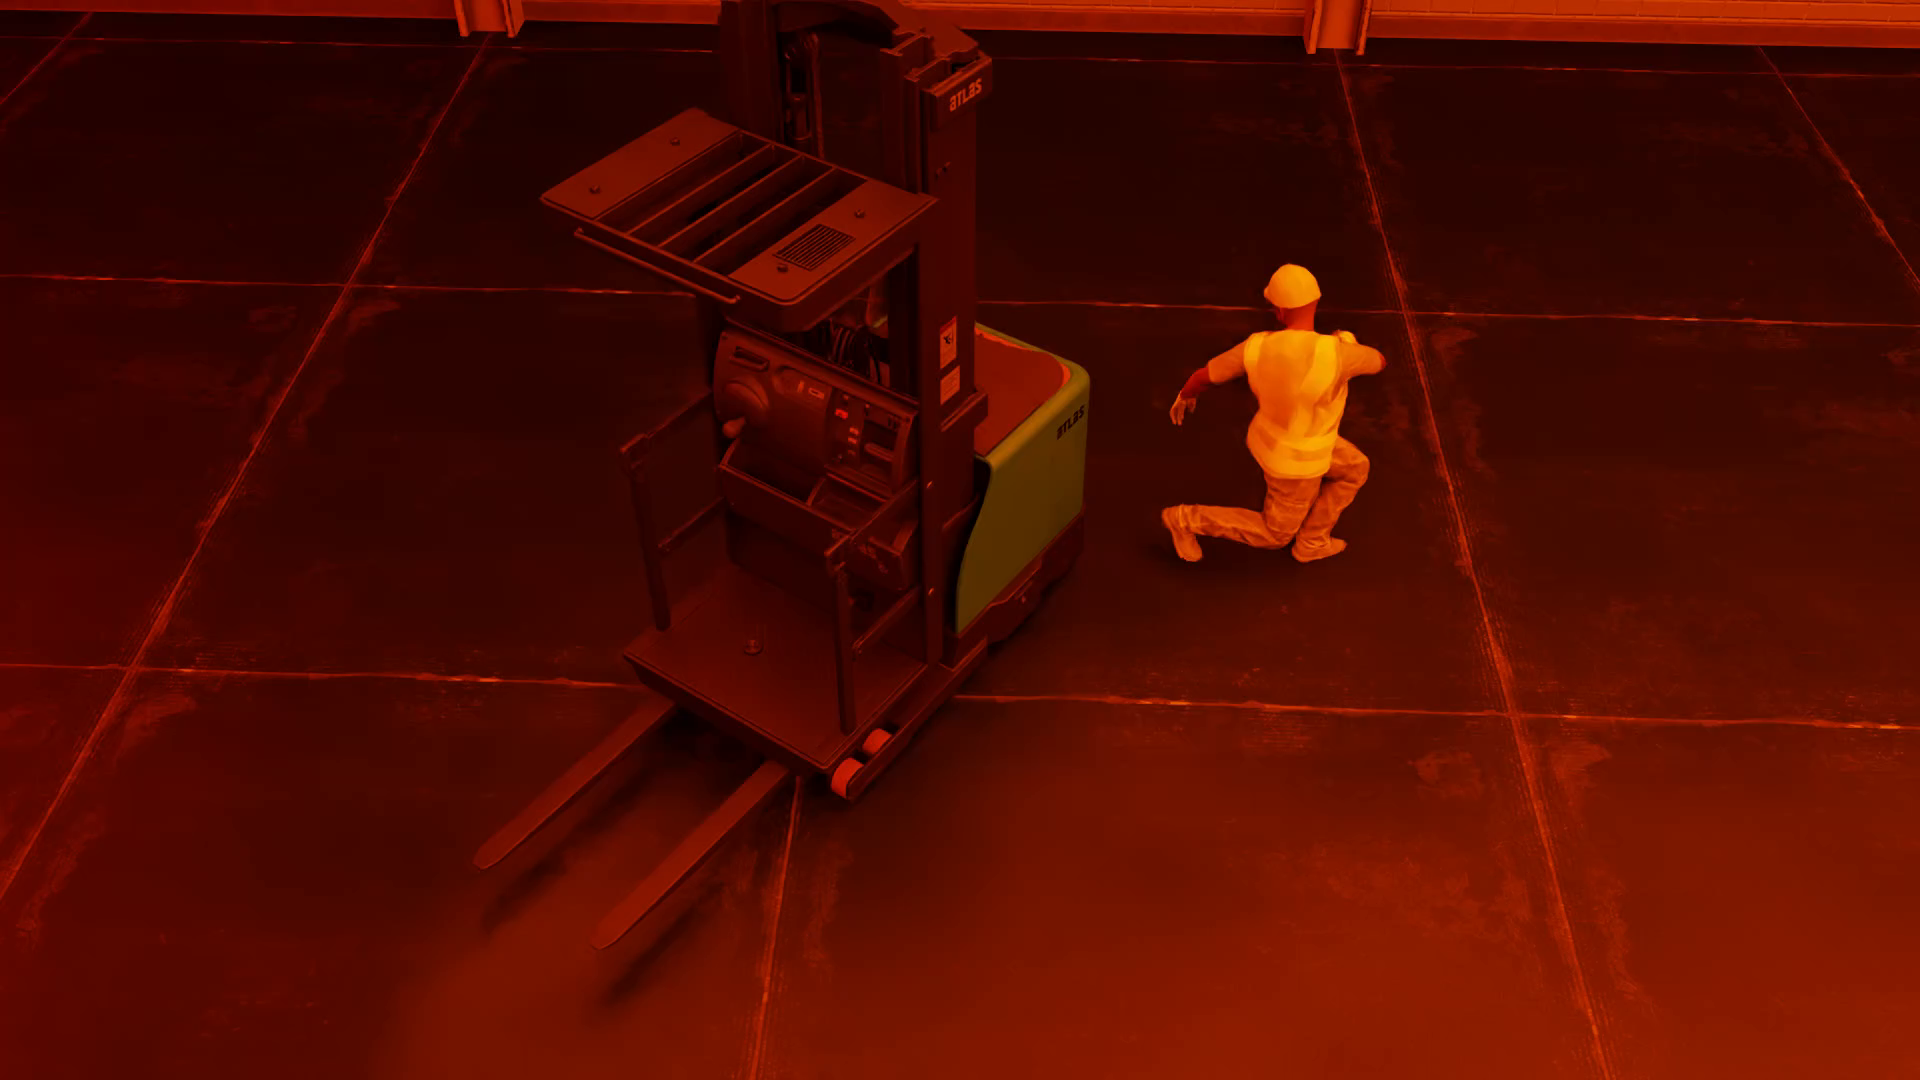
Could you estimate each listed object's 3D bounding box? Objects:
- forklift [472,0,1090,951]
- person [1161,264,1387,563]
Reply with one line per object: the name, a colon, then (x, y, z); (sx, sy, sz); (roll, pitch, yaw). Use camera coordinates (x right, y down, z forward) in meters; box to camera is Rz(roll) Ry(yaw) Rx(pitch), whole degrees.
forklift: (-0.688, -0.404, 6.185); (1.130, 2.935, 3.031); (26, 48, 25)
person: (1.387, -0.525, 7.404); (0.939, 1.543, 0.698); (-9, 43, -10)
